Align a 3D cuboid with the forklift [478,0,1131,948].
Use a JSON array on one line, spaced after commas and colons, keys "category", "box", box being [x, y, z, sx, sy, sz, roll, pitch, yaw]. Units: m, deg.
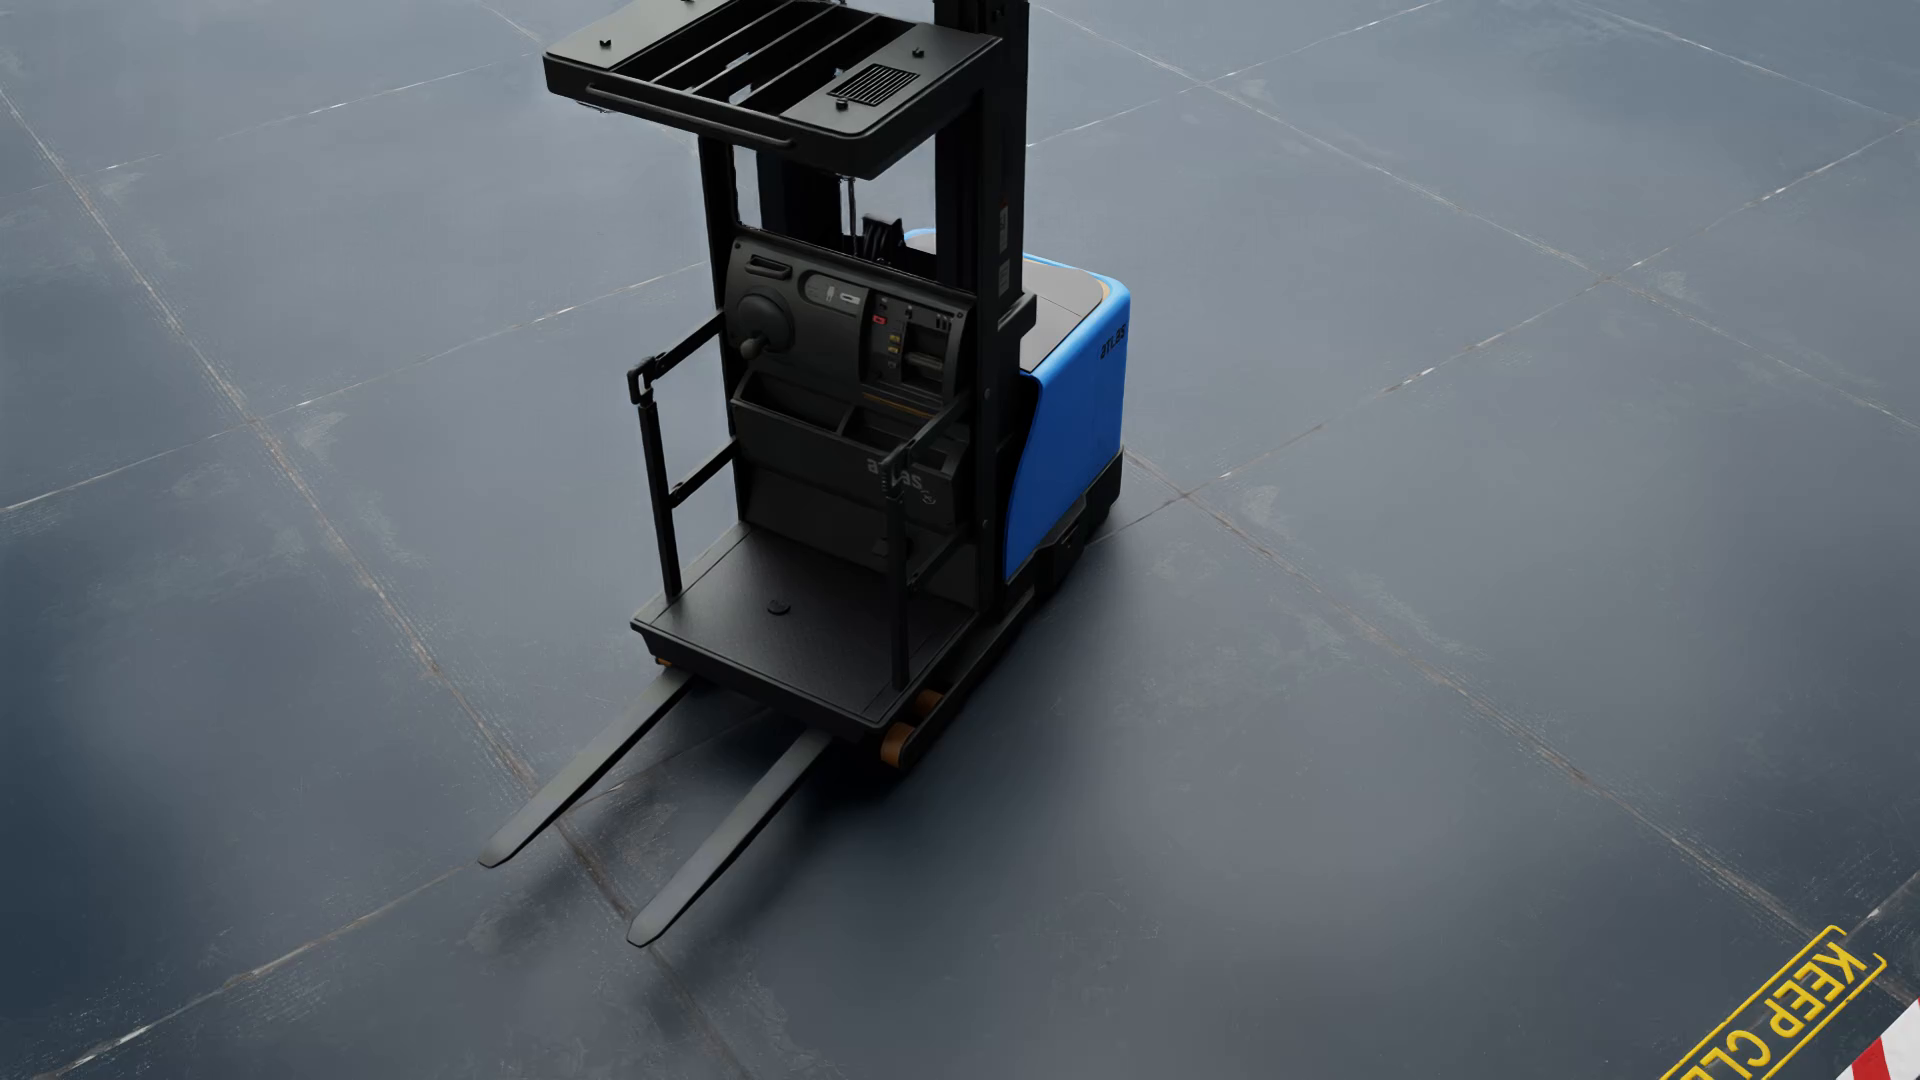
[{"category": "forklift", "box": [-0.497, -0.653, 5.425, 1.130, 2.935, 3.031, 20, 44, 23]}]
